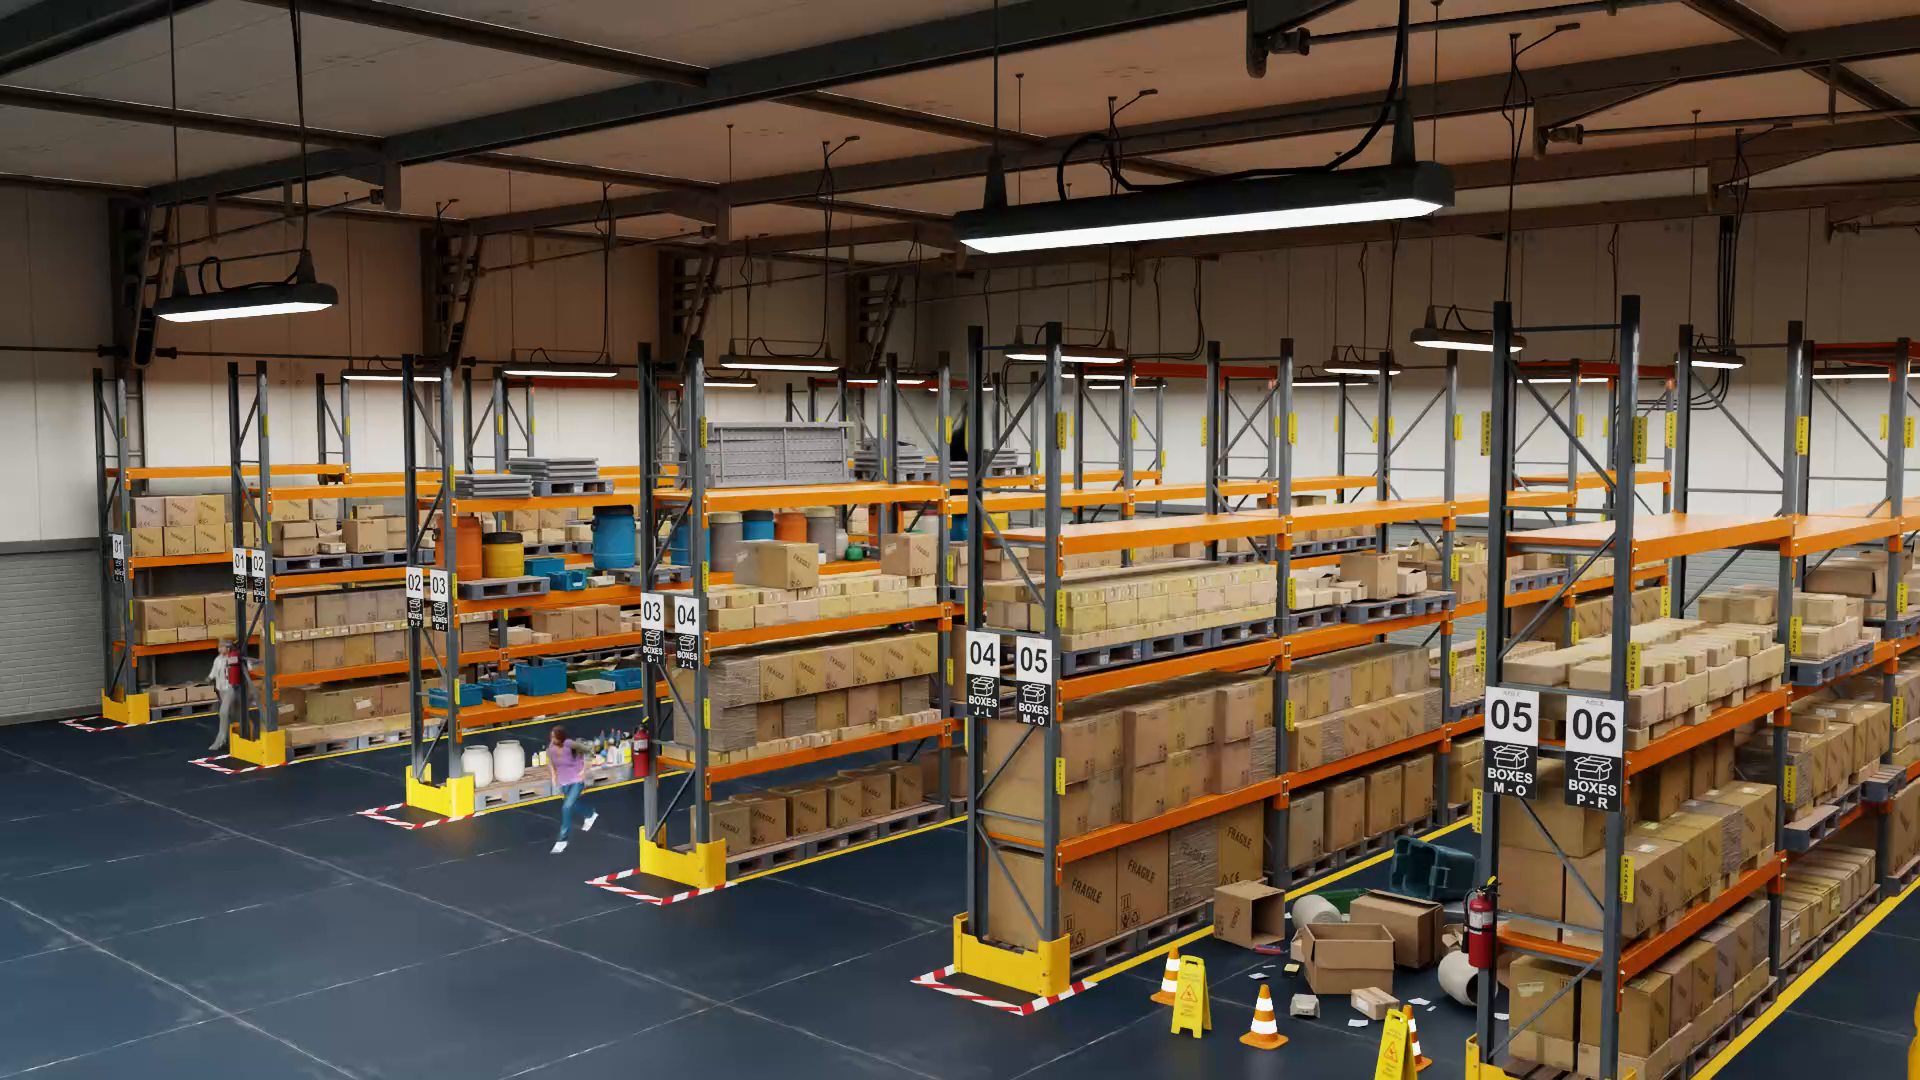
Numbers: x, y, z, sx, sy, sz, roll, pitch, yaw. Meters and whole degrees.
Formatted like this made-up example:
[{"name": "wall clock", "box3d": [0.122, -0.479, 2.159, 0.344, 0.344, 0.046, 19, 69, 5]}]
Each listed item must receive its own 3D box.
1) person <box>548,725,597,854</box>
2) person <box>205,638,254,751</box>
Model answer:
[{"name": "person", "box3d": [-4.642, 2.953, 20.075, 0.571, 1.534, 0.915, 1, 4, 16]}, {"name": "person", "box3d": [-11.507, 2.386, 26.198, 0.594, 1.730, 0.886, 2, 5, 28]}]
